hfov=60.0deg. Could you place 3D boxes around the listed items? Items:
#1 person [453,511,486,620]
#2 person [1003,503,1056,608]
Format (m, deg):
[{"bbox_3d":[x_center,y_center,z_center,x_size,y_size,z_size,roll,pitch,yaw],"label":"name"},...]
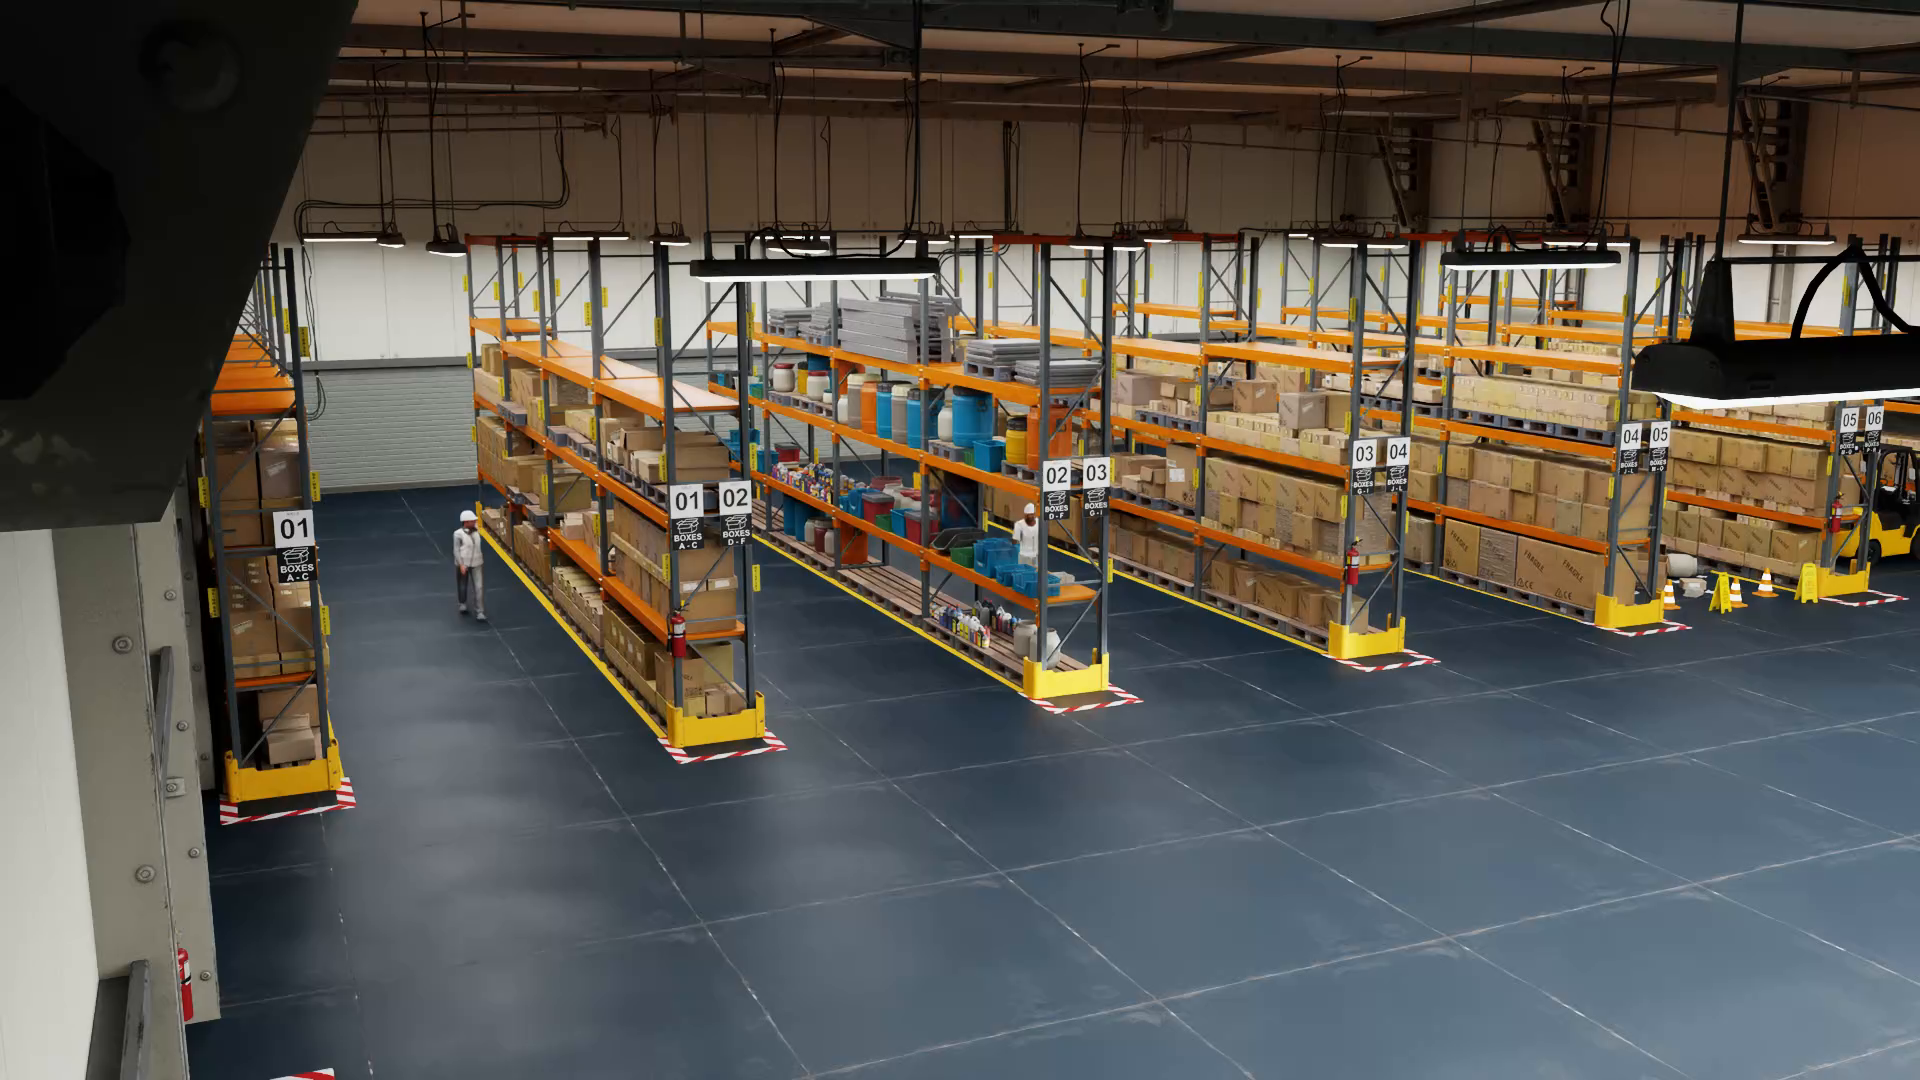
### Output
[{"bbox_3d":[-7.864,0.387,26.595,0.478,1.732,1.032,-5,12,-23],"label":"person"},{"bbox_3d":[1.169,0.245,27.314,0.739,1.721,1.042,-10,15,-41],"label":"person"}]
